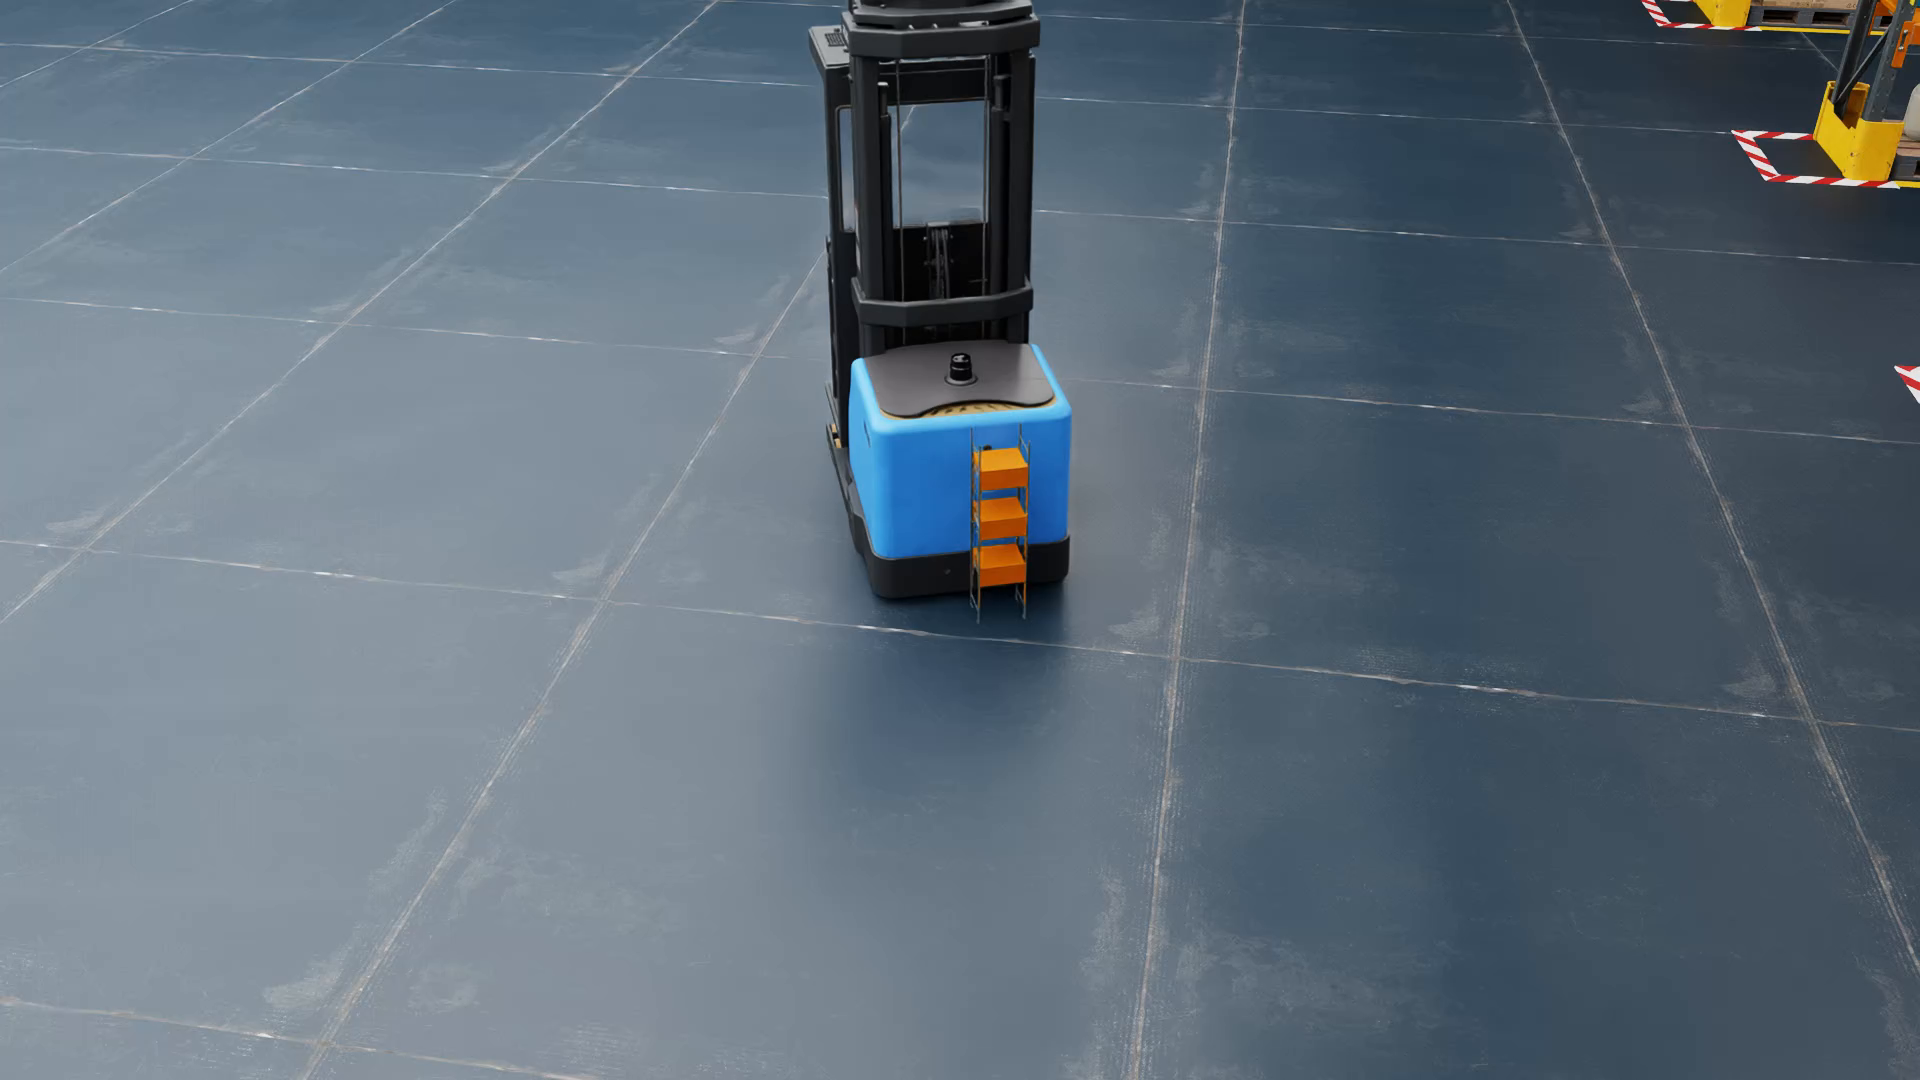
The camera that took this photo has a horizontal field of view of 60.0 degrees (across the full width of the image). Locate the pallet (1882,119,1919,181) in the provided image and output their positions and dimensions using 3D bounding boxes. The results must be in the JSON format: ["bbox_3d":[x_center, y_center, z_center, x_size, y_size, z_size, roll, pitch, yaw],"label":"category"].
[{"bbox_3d":[8.612,-3.371,14.436,1.213,0.211,1.003,5,32,8],"label":"pallet"}]

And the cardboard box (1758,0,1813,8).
[{"bbox_3d":[9.057,-6.049,18.282,0.500,0.250,0.500,5,32,8],"label":"cardboard box"}]

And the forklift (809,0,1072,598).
[{"bbox_3d":[-0.203,-1.711,9.221,1.130,2.935,3.031,-6,33,-9],"label":"forklift"}]

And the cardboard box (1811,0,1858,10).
[{"bbox_3d":[9.551,-6.006,18.214,0.500,0.250,0.500,5,32,8],"label":"cardboard box"}]

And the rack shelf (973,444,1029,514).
[{"bbox_3d":[0.196,-0.302,8.229,0.240,0.259,0.215,-6,33,-10],"label":"rack shelf"}]

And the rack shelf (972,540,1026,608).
[{"bbox_3d":[0.196,0.174,8.527,0.240,0.259,0.215,-6,33,-10],"label":"rack shelf"}]

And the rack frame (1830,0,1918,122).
[{"bbox_3d":[7.729,-4.610,13.788,0.127,3.000,1.000,5,32,8],"label":"rack frame"}]

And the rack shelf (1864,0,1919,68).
[{"bbox_3d":[9.701,-4.127,13.694,4.000,0.370,1.077,5,32,8],"label":"rack shelf"}]

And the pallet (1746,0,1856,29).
[{"bbox_3d":[9.327,-5.972,18.592,1.213,0.211,1.003,5,32,8],"label":"pallet"}]

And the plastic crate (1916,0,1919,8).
[{"bbox_3d":[8.273,-4.659,14.006,0.616,0.251,0.499,5,32,8],"label":"plastic crate"}]

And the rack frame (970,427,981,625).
[{"bbox_3d":[0.077,-0.058,8.353,0.008,1.050,0.200,-6,33,-10],"label":"rack frame"}]

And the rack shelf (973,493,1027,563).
[{"bbox_3d":[0.196,-0.062,8.379,0.240,0.259,0.215,-6,33,-10],"label":"rack shelf"}]

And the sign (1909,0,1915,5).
[{"bbox_3d":[7.632,-4.440,13.256,0.005,0.325,0.100,5,32,8],"label":"sign"}]

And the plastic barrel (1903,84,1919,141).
[{"bbox_3d":[8.391,-3.715,14.307,0.421,0.512,0.421,0,32,0],"label":"plastic barrel"}]

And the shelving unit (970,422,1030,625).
[{"bbox_3d":[0.196,-0.071,8.374,0.252,1.050,0.215,-6,33,-10],"label":"shelving unit"}]

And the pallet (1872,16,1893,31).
[{"bbox_3d":[10.526,-5.862,18.416,1.213,0.211,1.003,5,32,8],"label":"pallet"}]

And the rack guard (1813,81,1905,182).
[{"bbox_3d":[7.812,-3.568,14.480,0.348,0.500,1.175,5,32,8],"label":"rack guard"}]

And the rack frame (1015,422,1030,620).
[{"bbox_3d":[0.316,-0.084,8.394,0.008,1.050,0.200,-6,33,-10],"label":"rack frame"}]
